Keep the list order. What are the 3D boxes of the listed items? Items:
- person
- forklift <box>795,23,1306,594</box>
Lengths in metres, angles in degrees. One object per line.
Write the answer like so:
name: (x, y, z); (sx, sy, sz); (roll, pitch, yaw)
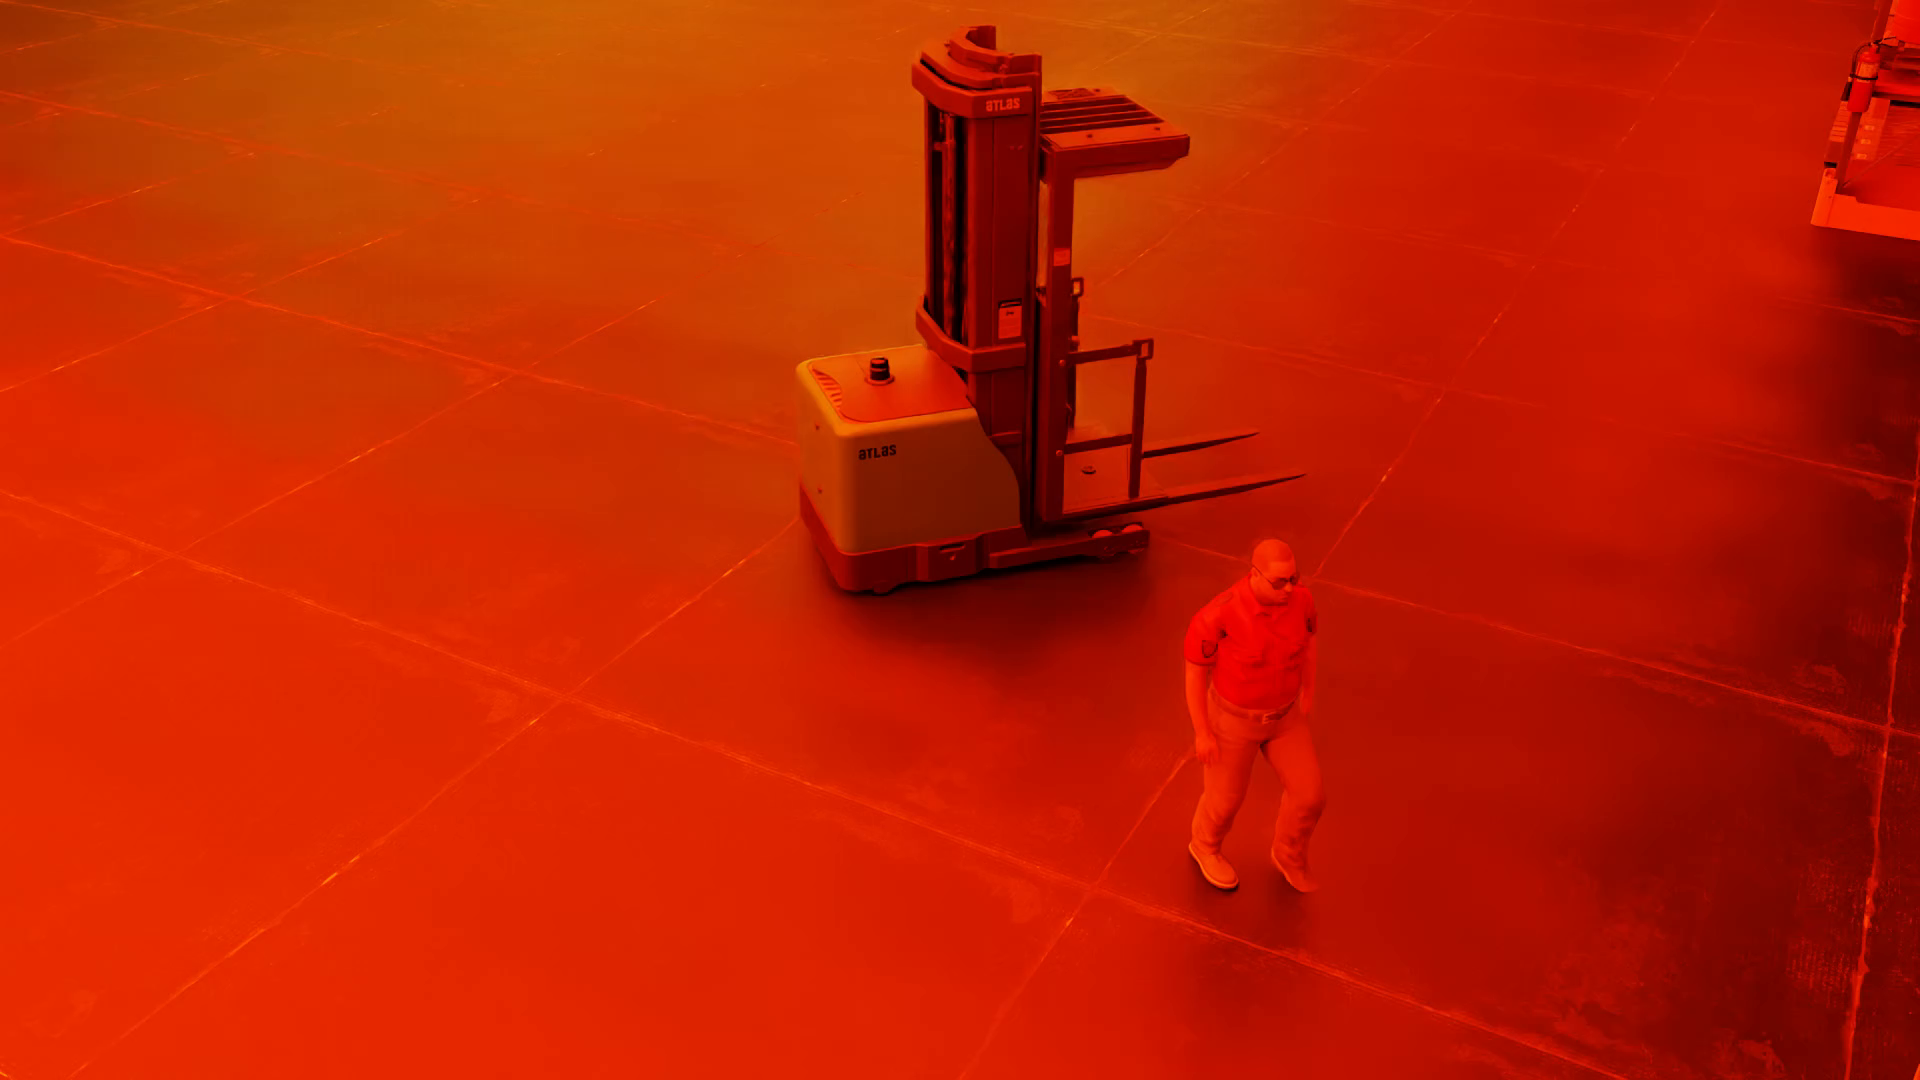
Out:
person: (1.252, 0.791, 7.007); (0.636, 1.787, 0.504); (-11, 32, -18)
forklift: (0.602, -1.399, 9.494); (3.031, 2.935, 1.130); (-10, 31, -16)
